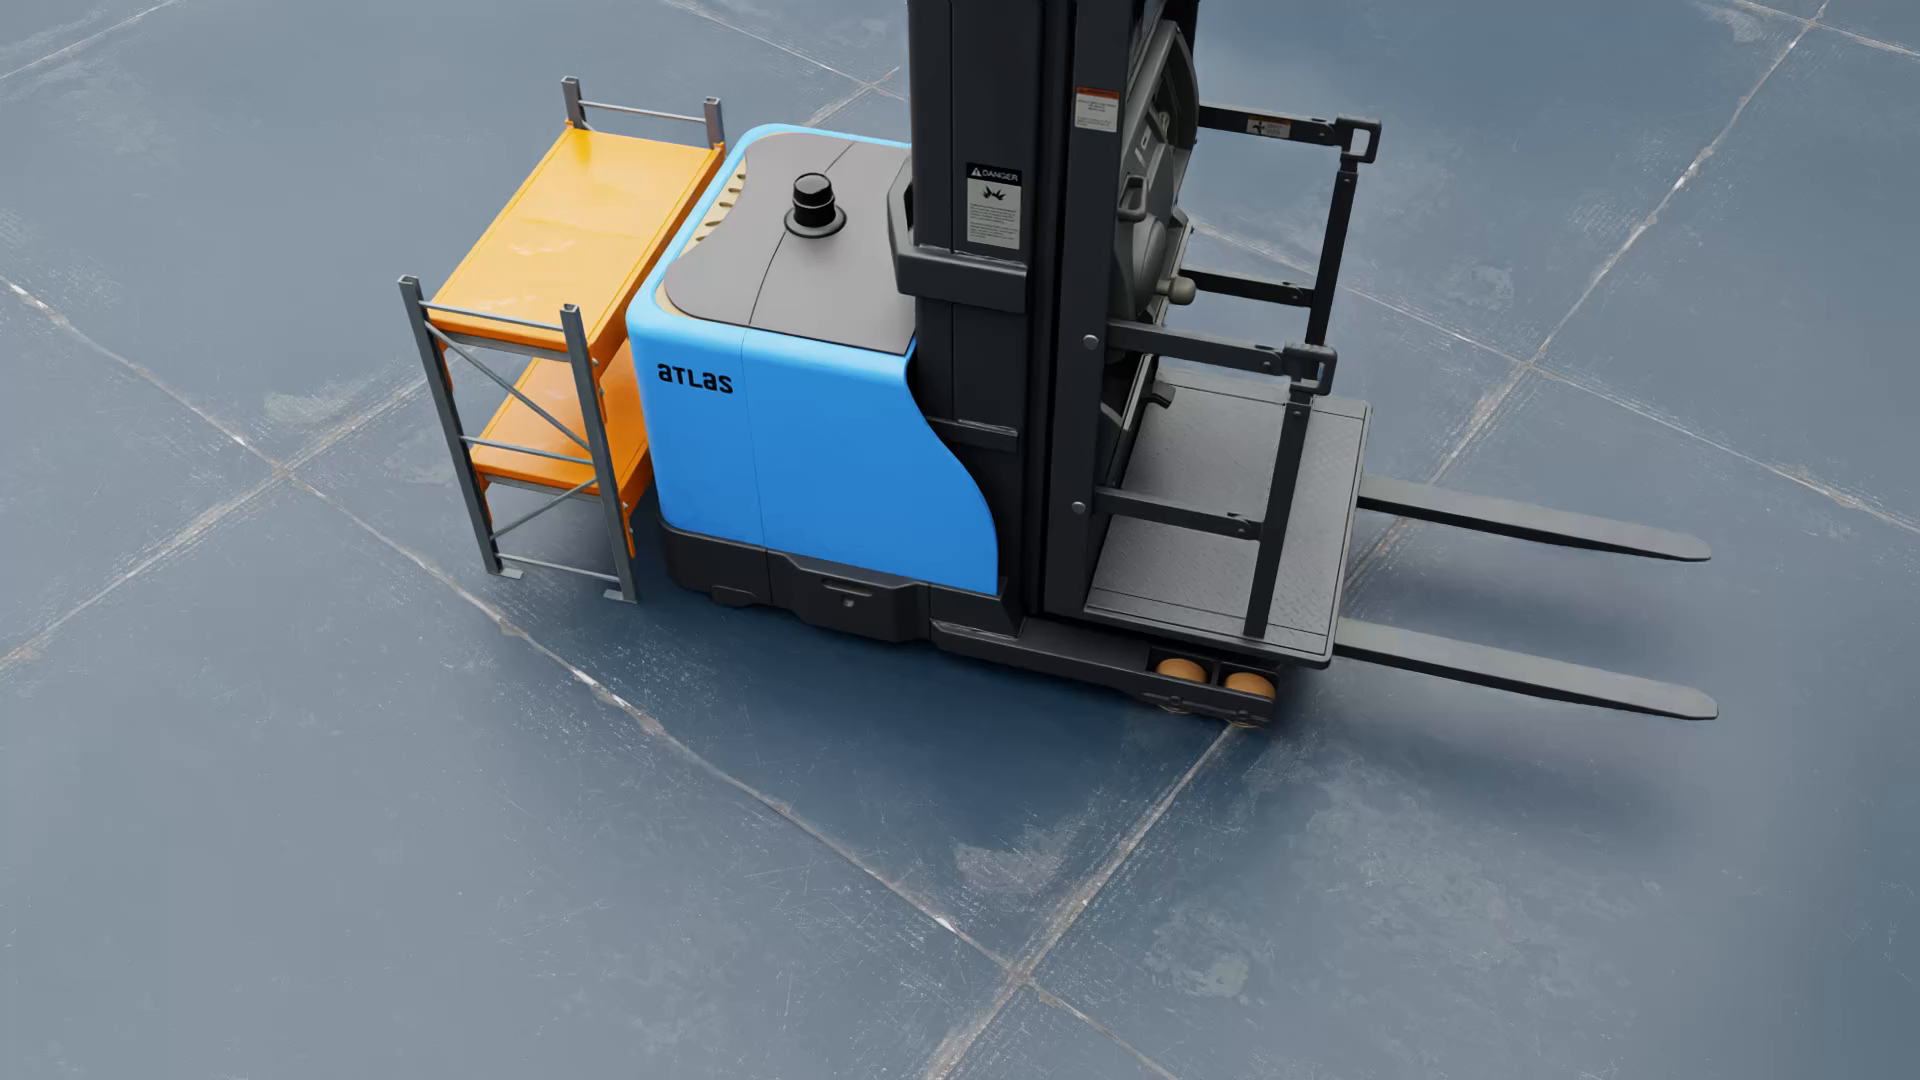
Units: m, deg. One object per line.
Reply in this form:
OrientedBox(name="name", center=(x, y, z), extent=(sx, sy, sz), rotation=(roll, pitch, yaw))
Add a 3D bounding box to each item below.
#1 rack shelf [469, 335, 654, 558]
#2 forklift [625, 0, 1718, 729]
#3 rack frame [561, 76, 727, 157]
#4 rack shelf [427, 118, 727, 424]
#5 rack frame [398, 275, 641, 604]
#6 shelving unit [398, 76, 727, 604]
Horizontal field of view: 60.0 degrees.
OrientedBox(name="rack shelf", center=(-1.089, -0.436, 5.226), extent=(0.538, 0.278, 1.000), rotation=(11, 47, 10))
OrientedBox(name="forklift", center=(0.677, -0.907, 4.090), extent=(3.031, 2.935, 1.130), rotation=(11, 47, 11))
OrientedBox(name="rack frame", center=(-0.957, -0.960, 5.388), extent=(0.500, 1.125, 0.032), rotation=(11, 47, 10))
OrientedBox(name="rack shelf", center=(-1.090, -0.808, 4.838), extent=(0.538, 0.278, 1.000), rotation=(11, 47, 10))
OrientedBox(name="rack frame", center=(-1.222, -0.250, 4.710), extent=(0.500, 1.125, 0.032), rotation=(11, 47, 10))
OrientedBox(name="shelving unit", center=(-1.090, -0.605, 5.049), extent=(0.538, 1.125, 1.048), rotation=(11, 47, 10))
